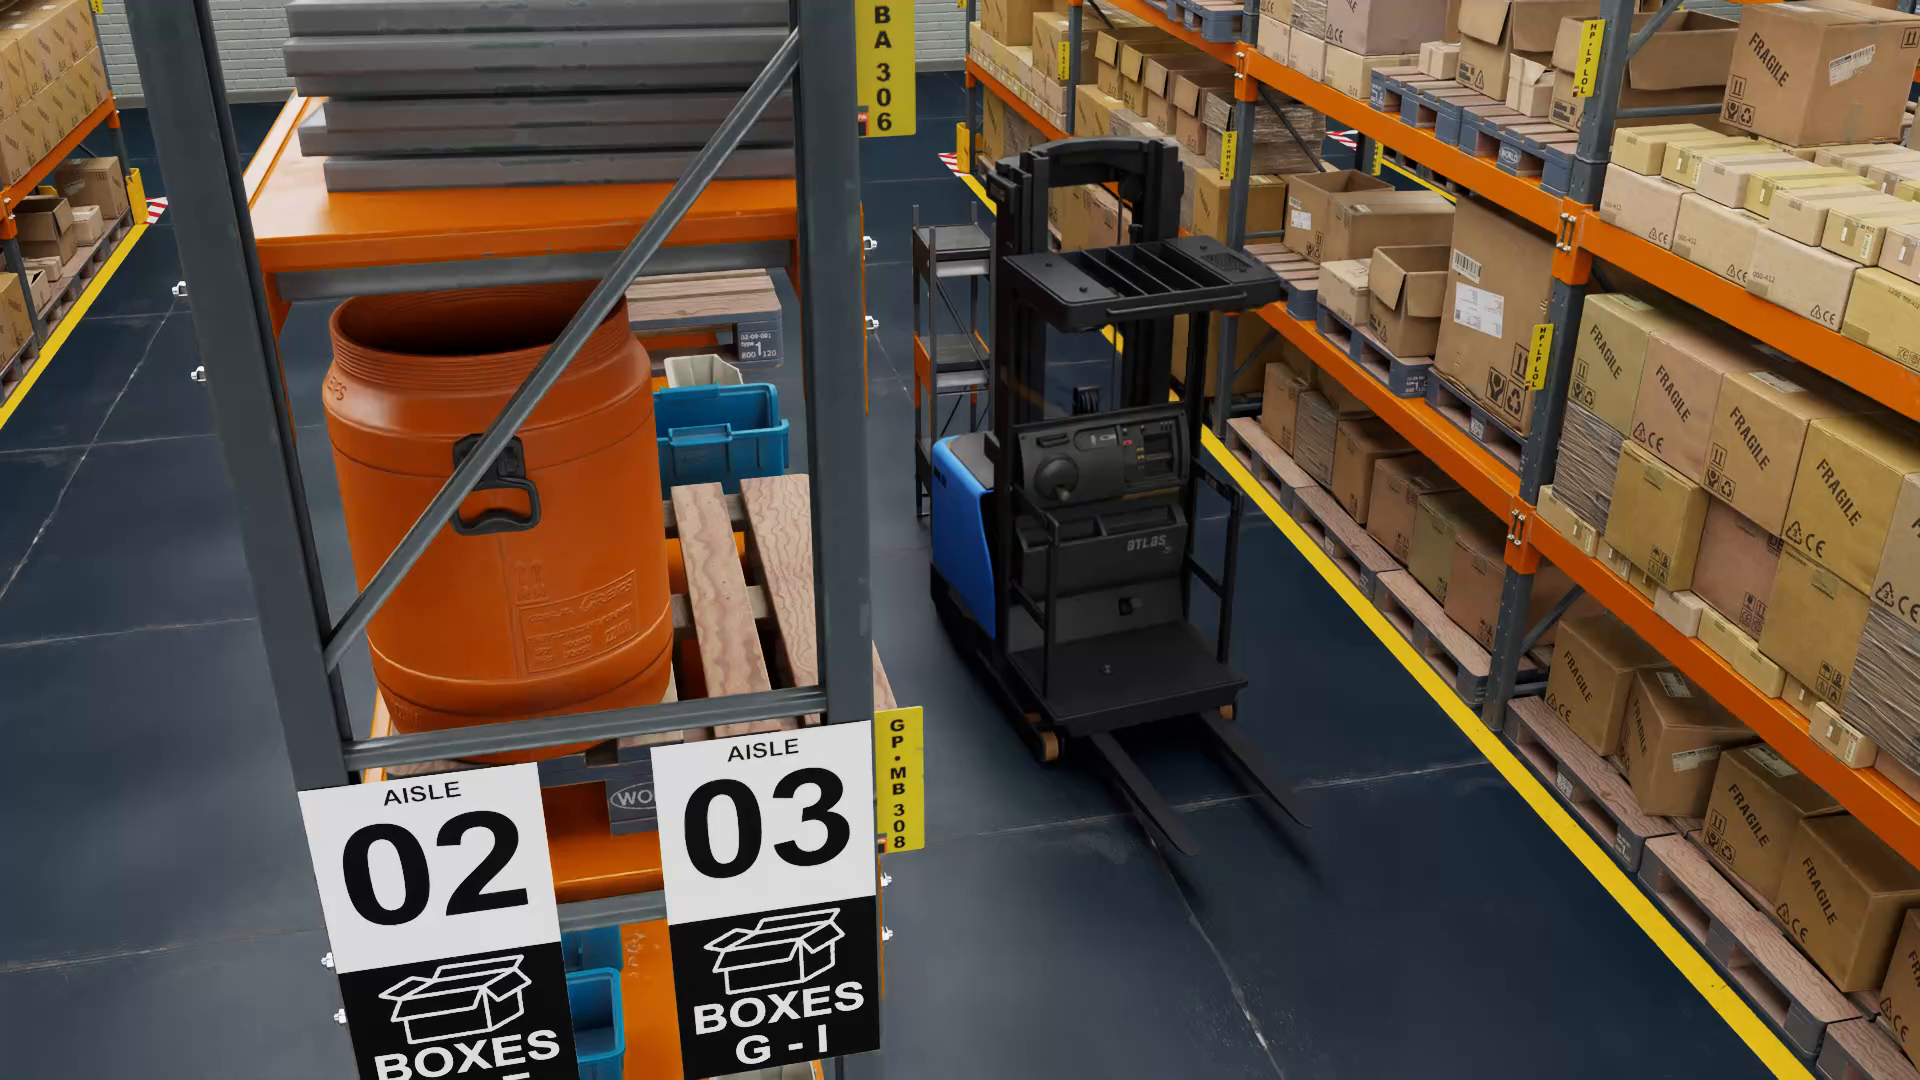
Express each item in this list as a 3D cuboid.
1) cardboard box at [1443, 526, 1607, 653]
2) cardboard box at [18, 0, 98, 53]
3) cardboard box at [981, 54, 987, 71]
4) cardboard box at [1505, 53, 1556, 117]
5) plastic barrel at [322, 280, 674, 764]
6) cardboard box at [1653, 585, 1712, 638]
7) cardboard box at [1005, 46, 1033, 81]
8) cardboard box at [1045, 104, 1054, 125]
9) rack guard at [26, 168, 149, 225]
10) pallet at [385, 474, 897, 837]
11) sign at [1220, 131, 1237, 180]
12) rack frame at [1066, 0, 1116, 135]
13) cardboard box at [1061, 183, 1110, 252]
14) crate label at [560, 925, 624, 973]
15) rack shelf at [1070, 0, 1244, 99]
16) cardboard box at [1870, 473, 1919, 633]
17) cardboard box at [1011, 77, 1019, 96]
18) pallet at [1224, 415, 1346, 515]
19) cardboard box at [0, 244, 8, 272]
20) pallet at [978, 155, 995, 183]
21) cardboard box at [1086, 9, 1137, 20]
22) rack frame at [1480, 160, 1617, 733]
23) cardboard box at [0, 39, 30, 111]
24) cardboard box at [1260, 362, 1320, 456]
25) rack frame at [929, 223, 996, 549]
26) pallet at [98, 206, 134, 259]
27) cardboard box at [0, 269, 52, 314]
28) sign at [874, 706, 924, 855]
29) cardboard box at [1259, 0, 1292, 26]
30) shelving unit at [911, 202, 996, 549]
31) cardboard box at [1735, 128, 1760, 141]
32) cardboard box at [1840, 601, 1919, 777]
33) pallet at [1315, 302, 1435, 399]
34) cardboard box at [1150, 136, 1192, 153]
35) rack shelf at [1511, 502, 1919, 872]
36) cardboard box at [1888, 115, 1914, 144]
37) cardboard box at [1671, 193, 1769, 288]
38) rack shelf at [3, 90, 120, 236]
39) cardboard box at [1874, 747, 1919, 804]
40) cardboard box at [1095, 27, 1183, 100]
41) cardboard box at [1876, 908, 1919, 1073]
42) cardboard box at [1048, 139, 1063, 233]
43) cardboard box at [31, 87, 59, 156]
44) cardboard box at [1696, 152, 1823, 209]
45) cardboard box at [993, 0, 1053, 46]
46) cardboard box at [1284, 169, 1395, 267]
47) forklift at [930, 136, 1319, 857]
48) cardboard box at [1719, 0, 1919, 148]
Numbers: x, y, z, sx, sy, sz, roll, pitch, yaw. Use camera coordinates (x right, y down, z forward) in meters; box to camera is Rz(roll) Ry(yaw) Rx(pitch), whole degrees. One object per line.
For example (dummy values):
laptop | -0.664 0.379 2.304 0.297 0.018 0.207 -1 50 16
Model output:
cardboard box | 3.151 0.247 9.218 0.700 0.500 0.500 -8 28 -16
cardboard box | -8.720 -4.988 16.083 0.500 0.500 0.500 -6 27 -12
cardboard box | 0.440 -5.143 17.889 0.380 0.149 0.250 -7 28 -13
cardboard box | 2.959 -2.270 8.273 0.396 0.266 0.258 -5 27 -10
plastic barrel | -0.889 -0.061 3.270 0.600 0.830 0.708 -6 27 -12
cardboard box | 3.233 0.277 7.152 0.380 0.149 0.250 -6 27 -12
cardboard box | 0.765 -4.820 16.806 0.500 0.250 0.500 -6 27 -13
cardboard box | 1.019 -4.015 15.654 0.380 0.149 0.250 -5 27 -11
rack guard | -9.071 -3.515 17.160 1.175 0.500 0.348 -6 27 -12
pallet | -0.747 0.230 3.846 1.003 0.211 1.213 -6 27 -12
sign | 1.827 -2.616 11.319 0.100 0.325 0.005 -6 27 -12
rack frame | 1.465 -3.913 15.174 1.000 3.000 0.127 -6 27 -12
cardboard box | 1.629 -2.873 15.005 1.225 0.875 0.875 -6 27 -11
crate label | -1.334 1.062 5.279 0.502 0.435 0.616 -6 27 -12
rack shelf | 1.916 -4.053 12.920 1.077 0.370 4.000 -6 27 -12
cardboard box | 3.577 0.076 5.719 0.500 0.500 0.500 -6 27 -12
cardboard box | 0.731 -4.577 16.769 0.380 0.149 0.250 -6 27 -11
pallet | 2.542 -0.569 11.643 1.003 0.211 1.213 -6 27 -12
cardboard box | -8.761 -2.455 14.781 0.500 0.311 0.500 -6 27 -12
pallet | 0.820 -4.081 18.601 1.003 0.211 1.213 -6 27 -12
cardboard box | 1.503 -4.767 15.869 0.500 0.500 0.500 -6 27 -12
rack frame | 3.268 -0.401 8.216 1.000 3.000 0.127 -6 27 -12
cardboard box | -8.136 -3.862 13.851 0.500 0.500 0.500 -7 28 -13
cardboard box | 2.537 -0.945 11.580 0.700 0.500 0.500 -7 28 -14
rack frame | 0.018 -0.903 10.209 0.400 2.100 0.015 -6 27 -12
pallet | -8.891 -3.036 16.532 1.003 0.211 1.213 -6 27 -12
cardboard box | -8.071 -2.111 14.099 0.500 0.311 0.500 -6 27 -12
sign | -0.119 0.461 3.169 0.100 0.325 0.005 -6 27 -12
cardboard box | 2.222 -3.531 10.423 0.500 0.500 0.500 -6 27 -11
shelving unit | -0.037 -1.010 10.421 0.431 2.100 0.503 -6 27 -12
cardboard box | 3.623 -1.738 7.259 0.380 0.149 0.250 -5 27 -10
cardboard box | 3.772 0.502 5.985 0.875 0.500 0.500 -6 27 -12
pallet | 2.853 -1.207 10.024 1.003 0.211 1.213 -6 27 -12
cardboard box | 1.787 -2.840 12.937 0.500 0.500 0.500 -7 28 -13
rack shelf | 3.719 0.798 6.638 1.077 0.370 4.000 -6 27 -12
cardboard box | 7.306 -3.182 12.877 0.380 0.149 0.250 -6 27 -12
cardboard box | 3.244 -1.218 6.671 0.500 0.250 0.500 -6 27 -12
rack shelf | -8.638 -3.466 15.086 1.077 0.370 4.000 -6 27 -12
cardboard box | 3.607 0.816 6.083 0.380 0.149 0.250 -6 27 -12
cardboard box | 1.617 -4.126 14.371 0.797 0.503 0.637 -7 28 -13
cardboard box | 3.877 1.749 6.265 0.500 0.500 0.500 1 27 2
cardboard box | 1.395 -3.450 16.148 0.875 0.875 0.875 -6 27 -12
cardboard box | -8.265 -3.649 14.540 0.500 0.500 0.500 -6 27 -12
cardboard box | 3.208 -1.446 6.680 0.380 0.149 0.250 -6 27 -11
cardboard box | 0.644 -5.385 17.094 0.500 0.500 0.500 -7 28 -13
cardboard box | 2.528 -2.156 11.116 0.500 0.500 0.500 -9 28 -18
forklift | 0.813 -0.384 8.258 1.130 2.935 3.031 -9 28 -18
cardboard box | 3.618 -1.969 6.997 0.500 0.500 0.500 -7 28 -13
